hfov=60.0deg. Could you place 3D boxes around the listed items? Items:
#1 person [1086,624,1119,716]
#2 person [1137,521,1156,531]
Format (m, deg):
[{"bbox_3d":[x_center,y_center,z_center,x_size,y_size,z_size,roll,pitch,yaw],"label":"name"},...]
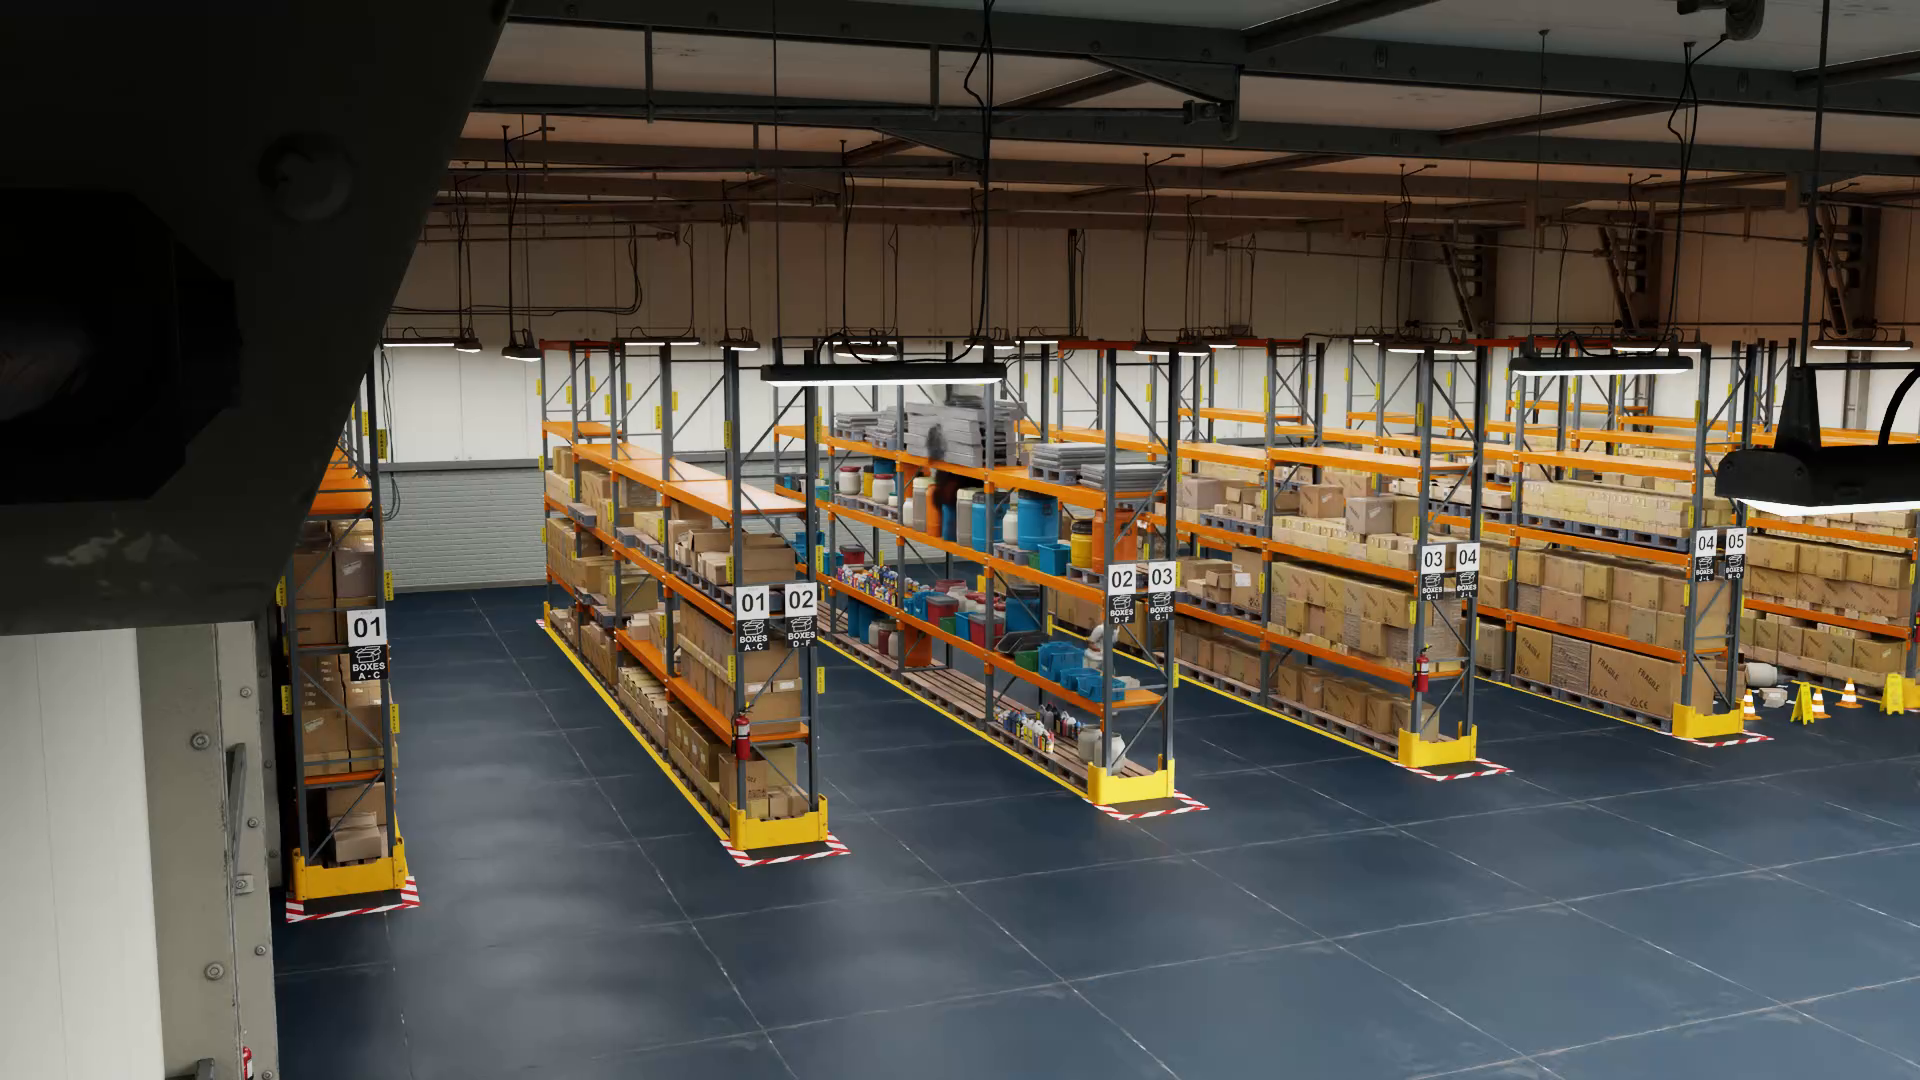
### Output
[{"bbox_3d":[2.244,1.975,27.259,0.728,1.729,1.035,-7,10,-44],"label":"person"},{"bbox_3d":[4.447,0.183,40.636,0.751,1.738,0.818,2,8,18],"label":"person"}]
